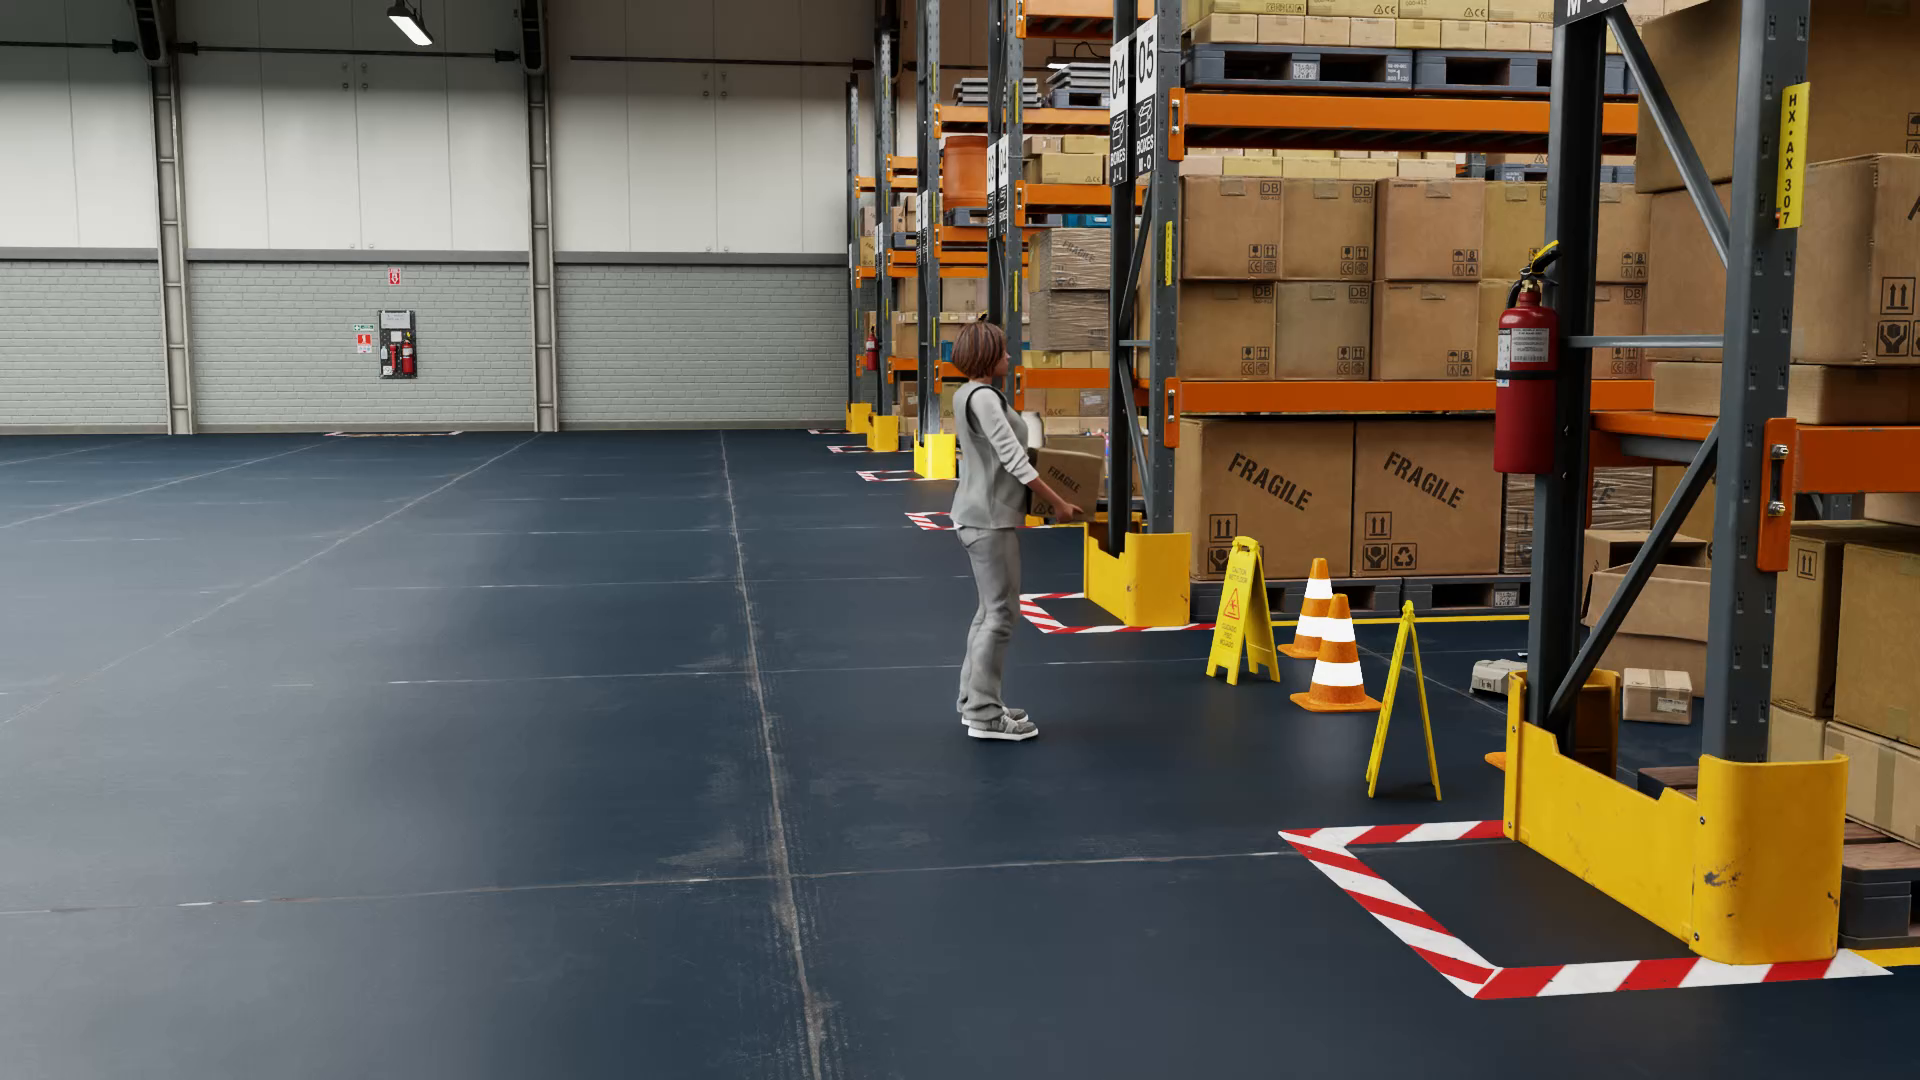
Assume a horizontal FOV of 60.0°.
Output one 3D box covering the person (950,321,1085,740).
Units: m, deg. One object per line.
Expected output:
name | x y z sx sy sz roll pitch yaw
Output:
person | 0.209 -0.041 6.402 0.494 1.593 0.404 -1 7 -8
